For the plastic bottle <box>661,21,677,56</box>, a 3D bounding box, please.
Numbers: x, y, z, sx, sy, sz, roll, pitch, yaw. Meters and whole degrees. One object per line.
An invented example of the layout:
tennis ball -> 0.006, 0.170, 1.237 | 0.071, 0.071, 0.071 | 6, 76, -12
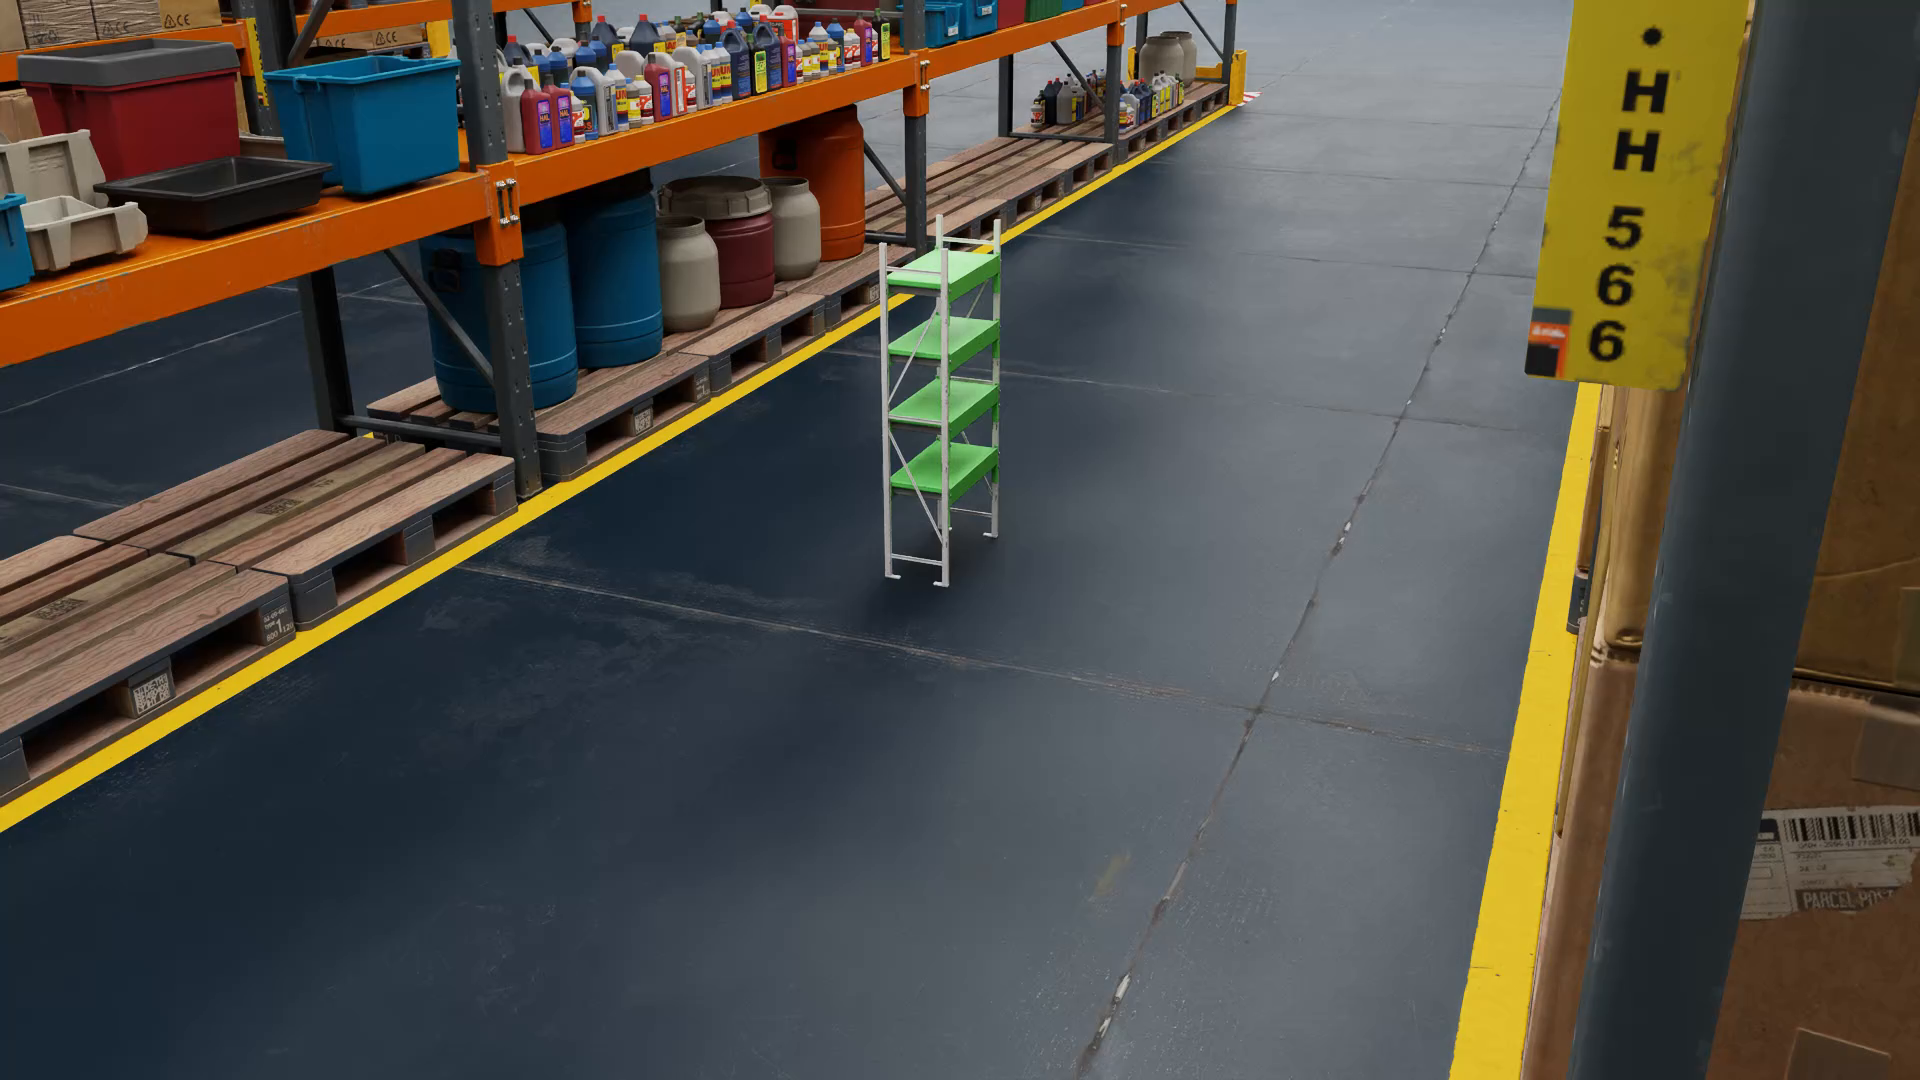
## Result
plastic bottle -> -1.522, -2.561, 8.656 | 0.097, 0.271, 0.097 | 0, 23, 0

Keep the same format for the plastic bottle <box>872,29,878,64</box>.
plastic bottle -> -0.500, -2.726, 9.143 | 0.097, 0.201, 0.097 | 0, 23, 0

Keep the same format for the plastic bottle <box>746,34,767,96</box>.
plastic bottle -> -0.983, -2.280, 7.968 | 0.061, 0.283, 0.133 | 9, 24, 20

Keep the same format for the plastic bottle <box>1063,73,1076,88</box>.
plastic bottle -> 0.963, -3.930, 14.634 | 0.144, 0.351, 0.185 | 9, 24, 20

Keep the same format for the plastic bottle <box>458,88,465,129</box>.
plastic bottle -> -2.067, -1.846, 7.036 | 0.097, 0.201, 0.097 | 0, 23, 0

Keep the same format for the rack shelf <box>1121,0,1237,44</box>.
rack shelf -> 1.543, -4.878, 14.969 | 1.077, 0.370, 4.000 | 9, 24, 20

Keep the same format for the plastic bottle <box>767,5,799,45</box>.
plastic bottle -> -1.005, -2.875, 9.401 | 0.152, 0.276, 0.135 | 9, 24, 20

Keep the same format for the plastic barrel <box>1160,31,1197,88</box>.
plastic barrel -> 2.112, -4.725, 16.352 | 0.421, 0.512, 0.421 | 0, 23, 0

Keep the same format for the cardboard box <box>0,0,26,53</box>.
cardboard box -> -5.808, -3.060, 9.554 | 0.500, 0.500, 0.500 | 9, 24, 21

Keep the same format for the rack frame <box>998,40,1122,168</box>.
rack frame -> 0.800, -4.494, 13.117 | 1.000, 3.000, 0.127 | 9, 24, 20

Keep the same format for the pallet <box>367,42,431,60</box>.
pallet -> -7.105, -5.796, 19.853 | 1.003, 0.211, 1.213 | 9, 24, 20

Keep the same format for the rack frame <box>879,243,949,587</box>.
rack frame -> -0.152, -0.407, 5.668 | 0.240, 1.200, 0.015 | 9, 24, 20

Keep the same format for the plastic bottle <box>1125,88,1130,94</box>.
plastic bottle -> 1.427, -3.736, 14.272 | 0.097, 0.271, 0.097 | 0, 23, 0

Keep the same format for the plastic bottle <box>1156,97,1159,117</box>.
plastic bottle -> 1.682, -3.800, 14.517 | 0.097, 0.201, 0.097 | 0, 23, 0

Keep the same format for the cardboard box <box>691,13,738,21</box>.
cardboard box -> -2.560, -5.454, 18.113 | 0.500, 0.500, 0.500 | 14, 26, 30

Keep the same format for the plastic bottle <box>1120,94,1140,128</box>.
plastic bottle -> 1.420, -3.611, 13.966 | 0.152, 0.276, 0.135 | 10, 25, 22

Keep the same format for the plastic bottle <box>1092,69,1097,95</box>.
plastic bottle -> 1.222, -4.192, 15.348 | 0.061, 0.283, 0.133 | 9, 24, 21

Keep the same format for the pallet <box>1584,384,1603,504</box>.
pallet -> 3.145, -0.368, 6.858 | 1.003, 0.211, 1.213 | 9, 24, 20

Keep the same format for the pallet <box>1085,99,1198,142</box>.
pallet -> 1.540, -3.880, 15.264 | 1.003, 0.211, 1.213 | 9, 24, 20

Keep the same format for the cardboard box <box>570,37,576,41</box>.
cardboard box -> -3.407, -4.587, 16.037 | 0.500, 0.500, 0.500 | 18, 29, 37

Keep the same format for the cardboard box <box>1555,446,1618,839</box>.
cardboard box -> 1.043, 0.079, 2.038 | 0.500, 0.500, 0.500 | 9, 24, 21

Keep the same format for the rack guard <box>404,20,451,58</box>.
rack guard -> -6.872, -6.236, 20.530 | 1.175, 0.500, 0.348 | 9, 24, 20

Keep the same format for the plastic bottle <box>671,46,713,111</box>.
plastic bottle -> -1.216, -2.099, 7.545 | 0.152, 0.276, 0.135 | 9, 24, 20

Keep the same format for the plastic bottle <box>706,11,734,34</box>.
plastic bottle -> -1.319, -2.731, 9.057 | 0.152, 0.276, 0.135 | 9, 24, 20

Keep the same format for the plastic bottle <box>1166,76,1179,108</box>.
plastic bottle -> 1.891, -4.065, 15.053 | 0.152, 0.276, 0.135 | 9, 24, 20

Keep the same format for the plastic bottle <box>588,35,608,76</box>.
plastic bottle -> -1.743, -2.286, 7.997 | 0.097, 0.271, 0.097 | 0, 23, 0

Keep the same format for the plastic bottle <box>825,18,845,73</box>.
plastic bottle -> -0.658, -2.606, 8.765 | 0.097, 0.271, 0.097 | 0, 23, 0

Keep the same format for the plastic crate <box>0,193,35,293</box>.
plastic crate -> -2.660, -0.770, 4.340 | 0.416, 0.233, 0.300 | 9, 24, 20

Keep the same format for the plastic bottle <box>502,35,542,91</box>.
plastic bottle -> -1.932, -2.029, 7.281 | 0.144, 0.351, 0.185 | 9, 24, 20

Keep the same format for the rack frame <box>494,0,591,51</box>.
rack frame -> -3.799, -5.203, 14.814 | 1.000, 3.000, 0.127 | 9, 24, 20

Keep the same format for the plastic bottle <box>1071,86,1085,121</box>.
plastic bottle -> 0.990, -3.768, 14.342 | 0.152, 0.276, 0.135 | 9, 24, 20

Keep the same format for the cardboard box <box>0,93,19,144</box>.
cardboard box -> -6.220, -2.105, 9.610 | 1.225, 0.875, 0.875 | 8, 24, 18

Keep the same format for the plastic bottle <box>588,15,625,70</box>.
plastic bottle -> -1.725, -2.378, 8.116 | 0.144, 0.351, 0.185 | 9, 24, 20

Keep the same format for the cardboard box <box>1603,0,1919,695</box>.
cardboard box -> 0.850, -0.195, 1.398 | 0.500, 0.500, 0.500 | 9, 24, 20

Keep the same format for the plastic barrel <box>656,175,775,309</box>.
plastic barrel -> -1.271, -1.562, 8.681 | 0.600, 0.588, 0.708 | 9, 24, 20

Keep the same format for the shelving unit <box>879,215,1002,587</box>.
shelving unit -> -0.062, -0.494, 5.877 | 0.258, 1.200, 0.503 | 9, 24, 20

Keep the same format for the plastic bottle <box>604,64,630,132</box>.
plastic bottle -> -1.442, -1.851, 6.957 | 0.097, 0.271, 0.097 | 0, 23, 0

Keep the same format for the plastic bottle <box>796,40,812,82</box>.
plastic bottle -> -0.803, -2.435, 8.444 | 0.097, 0.201, 0.097 | 0, 23, 0

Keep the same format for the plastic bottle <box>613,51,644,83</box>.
plastic bottle -> -1.443, -2.038, 7.398 | 0.152, 0.276, 0.135 | 9, 24, 20

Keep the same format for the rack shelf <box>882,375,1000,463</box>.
rack shelf -> -0.062, -0.435, 5.902 | 0.258, 0.148, 0.480 | 9, 24, 20

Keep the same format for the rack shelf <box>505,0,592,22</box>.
rack shelf -> -3.056, -5.587, 16.666 | 1.077, 0.370, 4.000 | 9, 24, 20

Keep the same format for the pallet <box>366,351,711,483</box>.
pallet -> -1.846, -0.614, 7.447 | 1.003, 0.211, 1.213 | 9, 24, 20

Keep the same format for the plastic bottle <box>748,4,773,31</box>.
plastic bottle -> -1.147, -2.897, 9.454 | 0.152, 0.276, 0.135 | 9, 24, 20

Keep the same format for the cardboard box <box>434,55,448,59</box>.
cardboard box -> -4.241, -3.868, 14.290 | 0.700, 0.500, 0.500 | 9, 24, 20

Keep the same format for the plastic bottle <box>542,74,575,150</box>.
plastic bottle -> -1.590, -1.695, 6.567 | 0.061, 0.283, 0.133 | 9, 24, 20

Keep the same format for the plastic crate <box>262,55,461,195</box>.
plastic crate -> -2.028, -1.435, 5.737 | 0.392, 0.384, 0.575 | 9, 24, 20

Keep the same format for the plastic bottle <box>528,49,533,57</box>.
plastic bottle -> -2.002, -2.072, 7.480 | 0.152, 0.276, 0.135 | 9, 24, 20

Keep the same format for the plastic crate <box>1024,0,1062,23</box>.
plastic crate -> 0.415, -3.732, 11.569 | 0.450, 0.188, 0.662 | 9, 24, 20

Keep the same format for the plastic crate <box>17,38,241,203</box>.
plastic crate -> -2.736, -1.405, 5.560 | 0.402, 0.464, 0.583 | 9, 24, 20

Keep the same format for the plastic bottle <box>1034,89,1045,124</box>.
plastic bottle -> 0.672, -3.663, 14.080 | 0.061, 0.283, 0.133 | 10, 25, 23
